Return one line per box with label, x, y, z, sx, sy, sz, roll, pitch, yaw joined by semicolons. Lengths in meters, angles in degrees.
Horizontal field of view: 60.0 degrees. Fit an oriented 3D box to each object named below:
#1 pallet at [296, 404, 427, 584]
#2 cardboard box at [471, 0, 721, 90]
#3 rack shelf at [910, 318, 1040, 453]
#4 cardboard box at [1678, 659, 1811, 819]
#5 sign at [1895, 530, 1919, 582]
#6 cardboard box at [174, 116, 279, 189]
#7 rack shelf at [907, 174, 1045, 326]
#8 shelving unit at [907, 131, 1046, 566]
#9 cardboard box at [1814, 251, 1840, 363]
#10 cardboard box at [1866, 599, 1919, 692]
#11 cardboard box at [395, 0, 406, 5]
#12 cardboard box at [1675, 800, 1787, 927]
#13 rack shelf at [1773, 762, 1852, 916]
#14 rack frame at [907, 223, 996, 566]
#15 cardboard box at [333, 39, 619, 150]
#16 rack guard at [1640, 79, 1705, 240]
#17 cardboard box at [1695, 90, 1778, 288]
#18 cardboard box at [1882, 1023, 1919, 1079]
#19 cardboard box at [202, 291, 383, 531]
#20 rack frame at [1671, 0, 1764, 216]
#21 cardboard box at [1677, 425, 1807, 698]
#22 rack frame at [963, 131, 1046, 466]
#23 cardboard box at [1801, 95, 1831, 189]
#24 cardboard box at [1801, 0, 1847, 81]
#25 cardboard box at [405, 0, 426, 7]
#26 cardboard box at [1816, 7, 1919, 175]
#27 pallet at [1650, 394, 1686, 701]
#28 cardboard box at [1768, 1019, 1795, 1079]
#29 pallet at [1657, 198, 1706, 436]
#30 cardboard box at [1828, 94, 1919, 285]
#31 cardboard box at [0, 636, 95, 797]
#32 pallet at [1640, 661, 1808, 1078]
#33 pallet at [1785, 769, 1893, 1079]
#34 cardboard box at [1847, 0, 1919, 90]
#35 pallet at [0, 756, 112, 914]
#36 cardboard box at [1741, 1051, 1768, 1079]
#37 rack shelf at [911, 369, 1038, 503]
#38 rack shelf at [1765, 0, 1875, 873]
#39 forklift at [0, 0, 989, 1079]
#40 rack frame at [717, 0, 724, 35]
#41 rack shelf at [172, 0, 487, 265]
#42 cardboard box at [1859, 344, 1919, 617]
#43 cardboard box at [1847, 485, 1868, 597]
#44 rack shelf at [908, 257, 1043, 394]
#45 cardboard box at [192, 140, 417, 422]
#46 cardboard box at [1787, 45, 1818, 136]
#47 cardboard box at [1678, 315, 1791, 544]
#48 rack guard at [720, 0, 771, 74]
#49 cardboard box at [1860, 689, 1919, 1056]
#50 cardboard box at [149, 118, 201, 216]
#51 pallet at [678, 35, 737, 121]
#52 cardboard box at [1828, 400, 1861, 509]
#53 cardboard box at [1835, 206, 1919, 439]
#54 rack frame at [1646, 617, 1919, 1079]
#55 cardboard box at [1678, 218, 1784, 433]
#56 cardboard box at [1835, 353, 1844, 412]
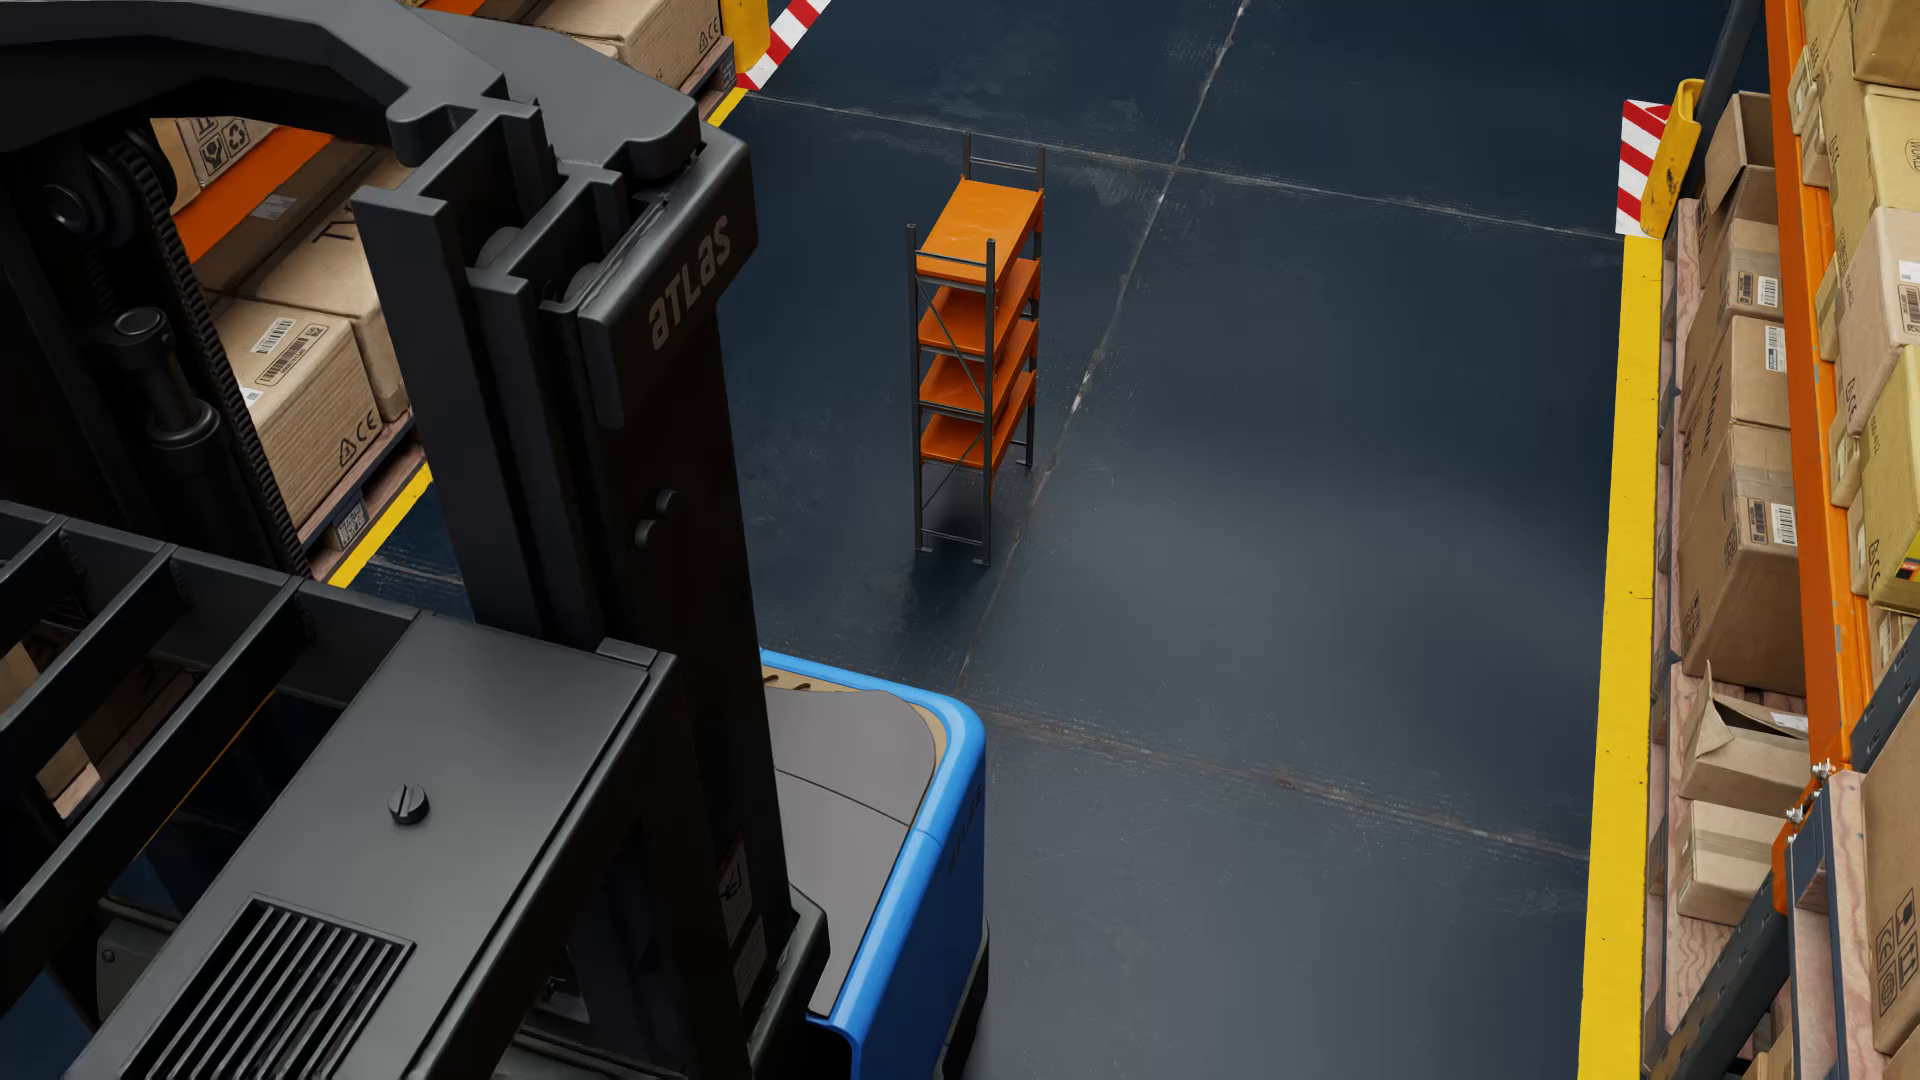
pallet;-2.366;-0.171;5.274;1.003;0.211;1.213;13;46;13
cardboard box;-1.564;-2.117;6.800;0.875;0.438;0.875;11;45;11
rack shelf;0.050;-0.491;4.990;0.258;0.148;0.480;13;46;13
cardboard box;2.058;0.527;4.221;0.396;0.266;0.258;14;46;14
sign;1.542;-0.048;2.535;0.100;0.325;0.005;13;46;13
cardboard box;-2.123;-1.305;4.367;0.500;0.500;0.500;13;46;13
rack shelf;0.050;-0.820;4.668;0.258;0.148;0.480;13;46;13
shelving unit;0.050;-0.539;4.943;0.258;1.200;0.503;13;46;13
cardboard box;2.187;-0.507;3.803;0.380;0.149;0.250;12;46;12
cardboard box;1.917;0.195;3.085;0.380;0.149;0.250;13;46;13
cardboard box;-1.966;-1.635;4.705;0.500;0.500;0.500;13;46;13
cardboard box;1.950;0.807;4.019;0.380;0.149;0.250;11;45;11
rack shelf;1.456;1.962;1.615;1.077;0.370;4.000;13;46;13
rack frame;-0.024;-0.377;4.777;0.240;1.200;0.015;13;46;13
cardboard box;-1.833;-1.505;6.175;0.875;0.438;0.875;14;46;14
rack guard;3.250;-1.351;6.273;1.175;0.500;0.348;13;46;13
cardboard box;2.997;-1.165;5.780;0.797;0.503;0.637;11;45;11
cardboard box;1.545;0.806;1.910;0.700;0.500;0.500;13;46;13
cardboard box;-2.378;-0.307;4.951;0.875;0.438;0.875;12;46;12
rack frame;3.273;-2.295;5.450;1.000;3.000;0.127;13;46;13
cardboard box;2.387;0.090;4.501;0.700;0.500;0.500;11;45;11
rack frame;0.124;-0.702;5.109;0.240;1.200;0.015;13;46;13
cardboard box;2.414;-1.016;4.323;0.380;0.149;0.250;14;46;13
cardboard box;2.576;-1.427;4.459;0.500;0.250;0.500;12;46;12
cardboard box;-1.810;-1.978;5.056;0.500;0.500;0.500;14;46;14
cardboard box;2.441;-1.082;4.106;0.500;0.250;0.500;11;46;11
pallet;2.638;0.095;5.002;1.003;0.211;1.213;13;46;13
cardboard box;1.699;1.066;3.039;0.380;0.149;0.250;15;46;14
pallet;3.009;-0.716;5.831;1.003;0.211;1.213;13;46;13
cardboard box;2.284;-0.739;3.755;0.500;0.250;0.500;12;46;12
cardboard box;-2.782;0.362;3.954;0.875;0.875;0.875;14;46;14
pallet;2.270;0.911;4.169;1.003;0.211;1.213;13;46;13
pallet;1.715;0.950;2.272;1.003;0.211;1.213;13;46;13
cardboard box;2.424;-1.370;3.864;0.500;0.500;0.500;14;46;14
pallet;-2.832;0.850;4.231;1.003;0.211;1.213;13;46;13
cardboard box;1.700;1.390;3.172;0.500;0.500;0.500;14;46;14
rack shelf;0.050;-0.349;5.129;0.258;0.148;0.480;13;46;13
rack shelf;2.667;-0.705;4.340;1.077;0.370;4.000;13;46;13
forklift;-0.878;0.928;2.206;1.130;2.935;3.031;13;46;13
rack frame;-1.459;-3.344;6.522;1.000;3.000;0.127;13;46;13
rack shelf;-2.065;-1.753;5.411;1.077;0.370;4.000;13;46;13
cardboard box;1.983;-0.072;3.074;0.500;0.250;0.500;14;46;14
cardboard box;1.975;0.017;3.267;0.380;0.149;0.250;14;46;14
rack shelf;0.050;-0.651;4.834;0.258;0.148;0.480;13;46;13
cardboard box;-2.108;-0.904;5.561;0.875;0.438;0.875;11;45;11
cardboard box;2.474;-1.196;4.507;0.380;0.149;0.250;11;46;11
cardboard box;2.446;-0.271;4.869;0.500;0.500;0.500;13;46;13
rack guard;-1.452;-2.466;7.413;1.175;0.500;0.348;13;46;13
cardboard box;1.702;0.461;2.263;0.700;0.500;0.500;14;46;14
cardboard box;-2.279;-0.970;4.026;0.500;0.500;0.500;14;46;14
pallet;-1.627;-1.797;6.936;1.003;0.211;1.213;13;46;13
cardboard box;2.031;-0.161;3.450;0.380;0.149;0.250;14;46;14
cardboard box;2.121;-0.409;3.418;0.500;0.250;0.500;13;46;13
rack frame;2.058;0.371;2.726;0.949;2.616;0.053;13;46;13
cardboard box;2.701;-0.602;5.208;0.700;0.500;0.500;14;46;14
cardboard box;2.136;-0.330;3.623;0.380;0.149;0.250;14;46;14
